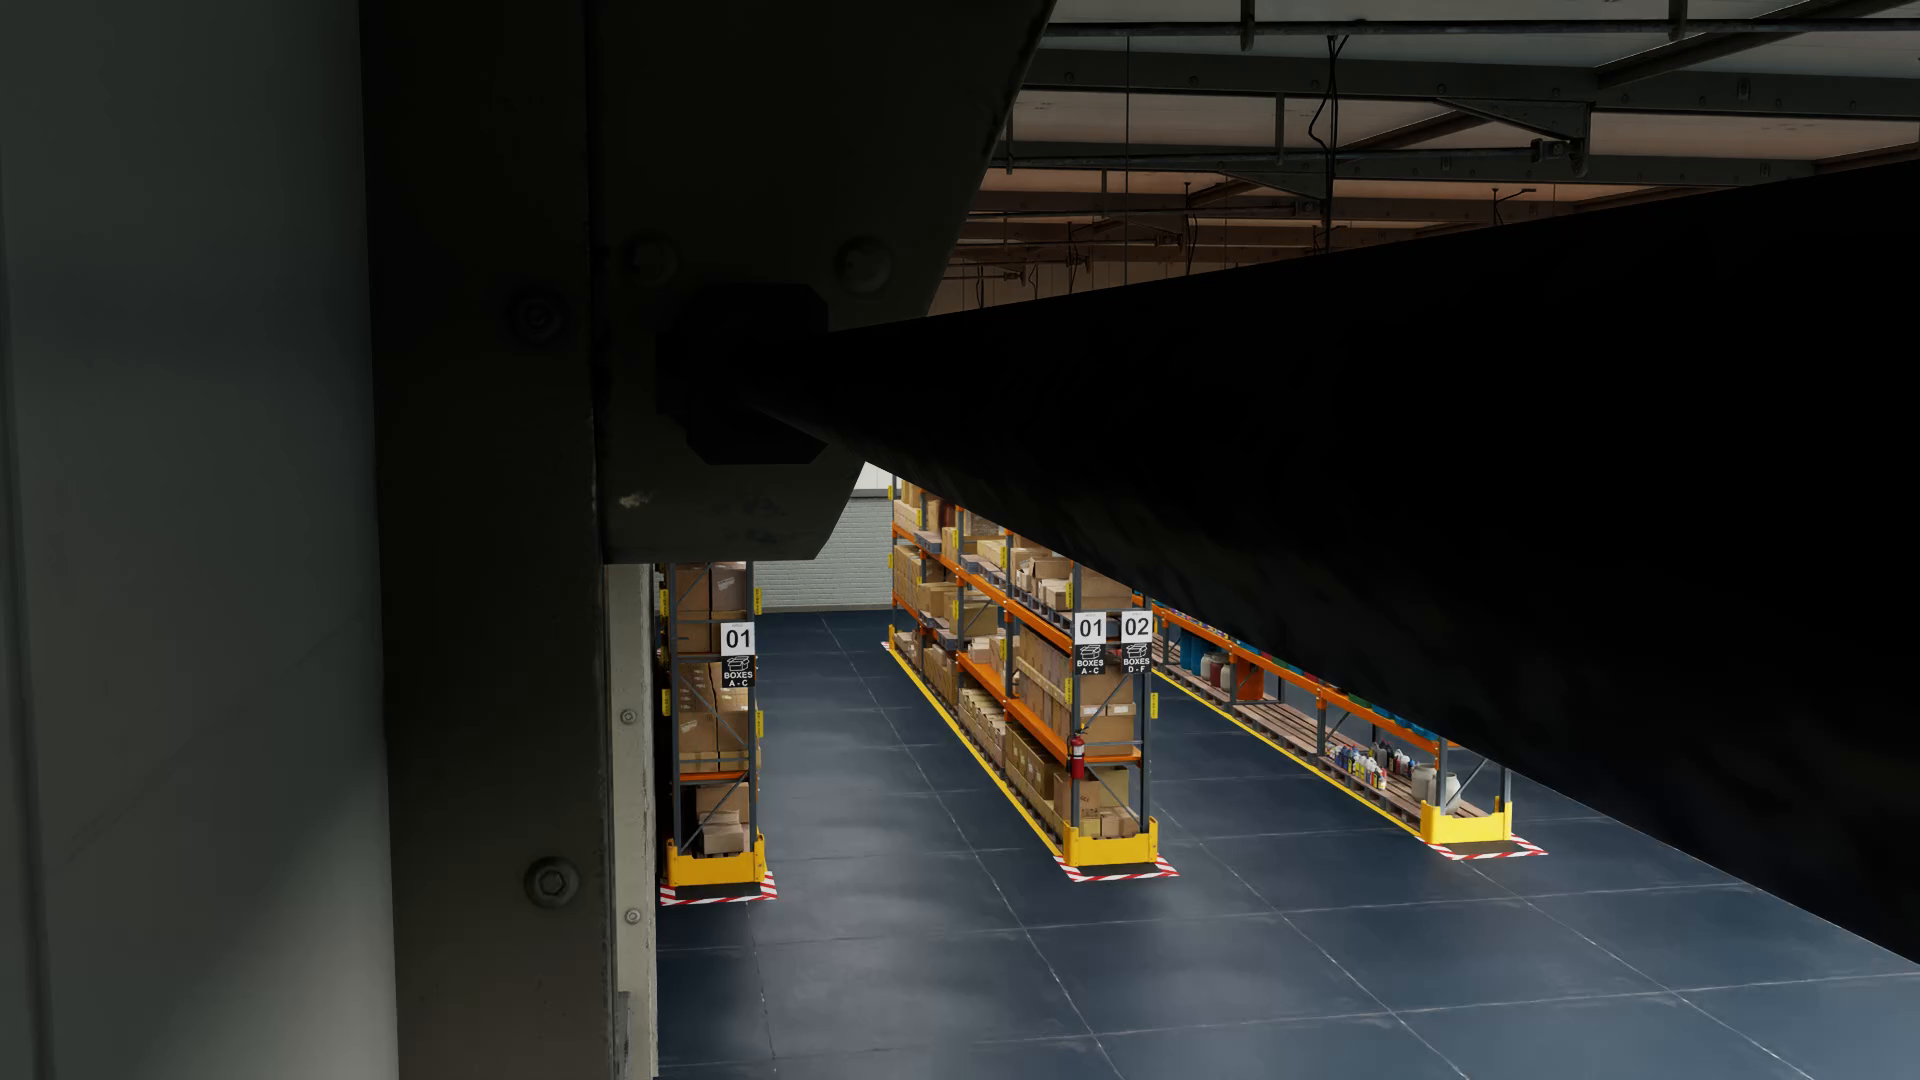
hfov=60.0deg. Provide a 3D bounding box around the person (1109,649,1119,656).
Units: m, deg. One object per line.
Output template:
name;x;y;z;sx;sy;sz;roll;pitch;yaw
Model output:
person;2.585;2.157;29.606;0.535;1.737;0.522;3;7;29
